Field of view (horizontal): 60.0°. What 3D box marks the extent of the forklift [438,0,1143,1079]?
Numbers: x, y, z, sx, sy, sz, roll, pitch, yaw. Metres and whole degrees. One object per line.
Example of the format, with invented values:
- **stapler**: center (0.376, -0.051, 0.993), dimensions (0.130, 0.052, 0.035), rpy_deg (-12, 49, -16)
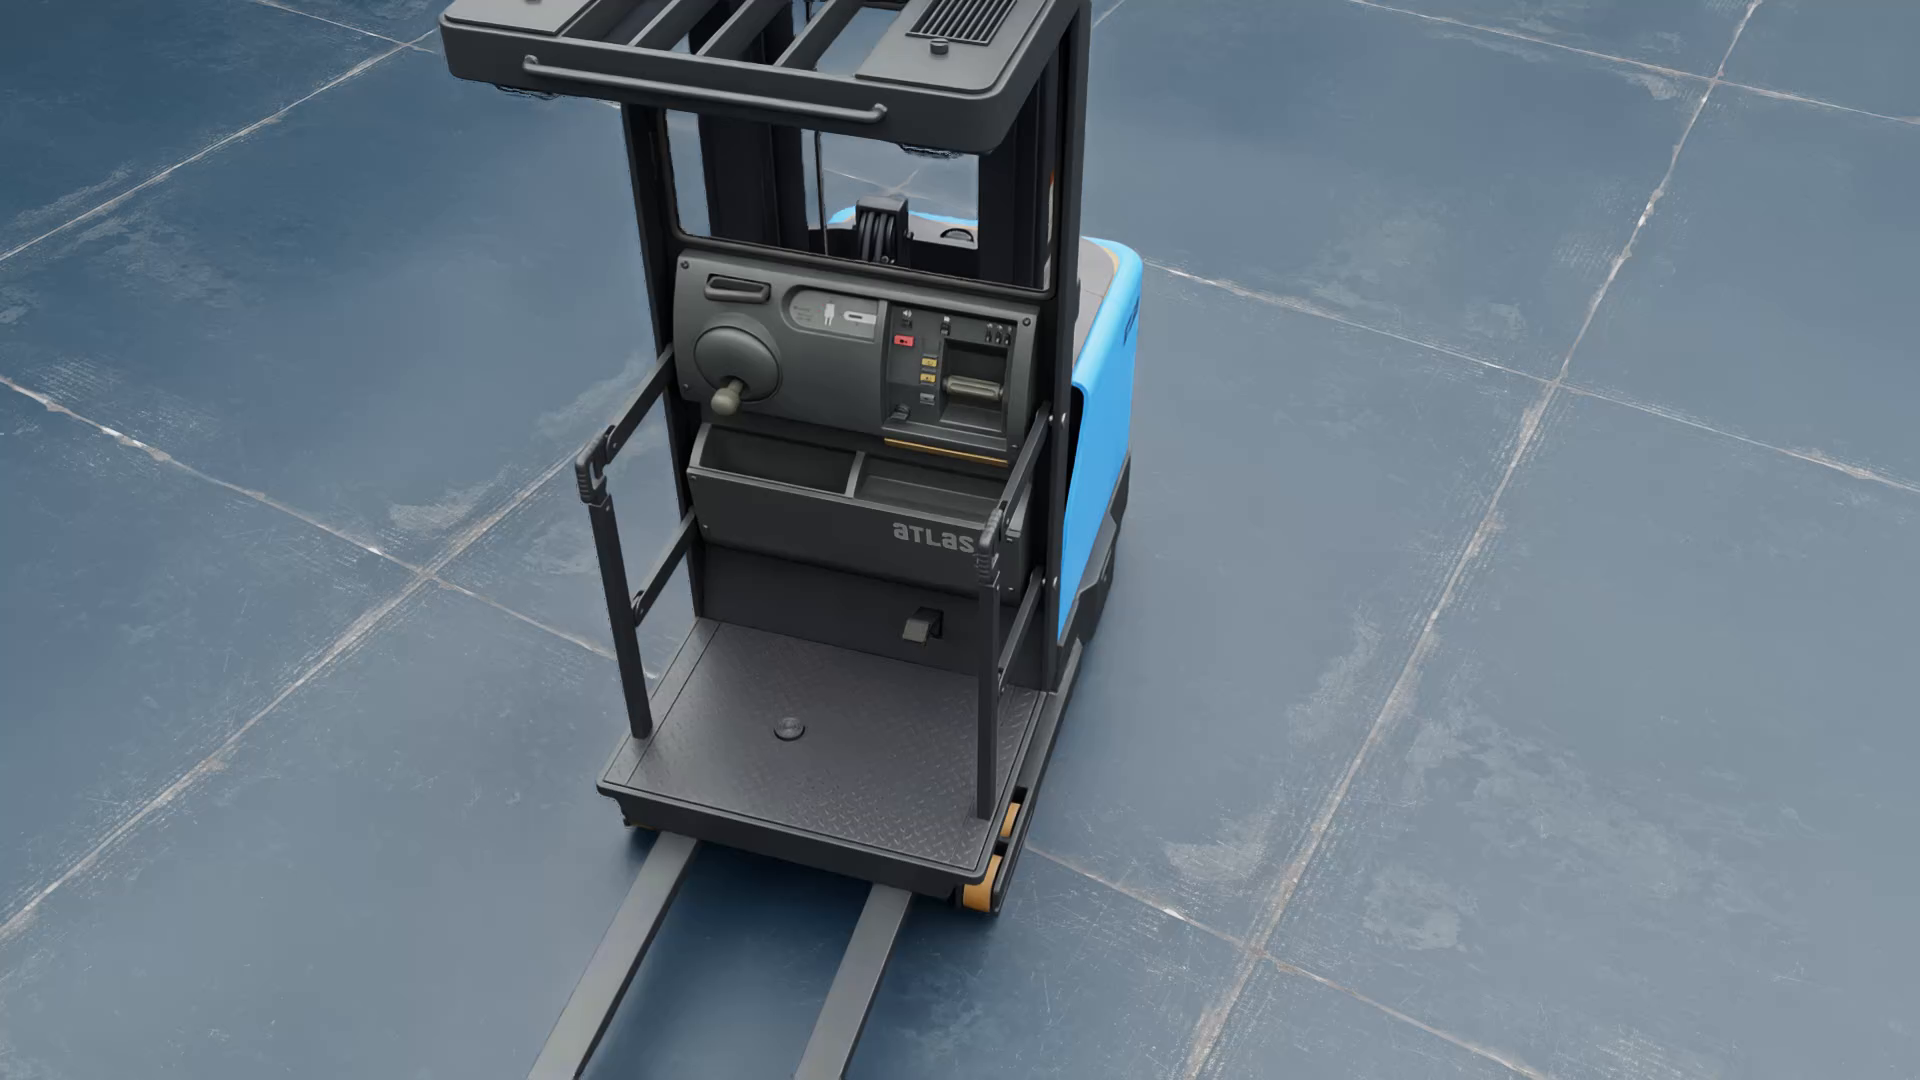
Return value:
- **forklift**: center (-0.330, -0.374, 3.957), dimensions (1.130, 2.935, 3.031), rpy_deg (11, 43, 12)
